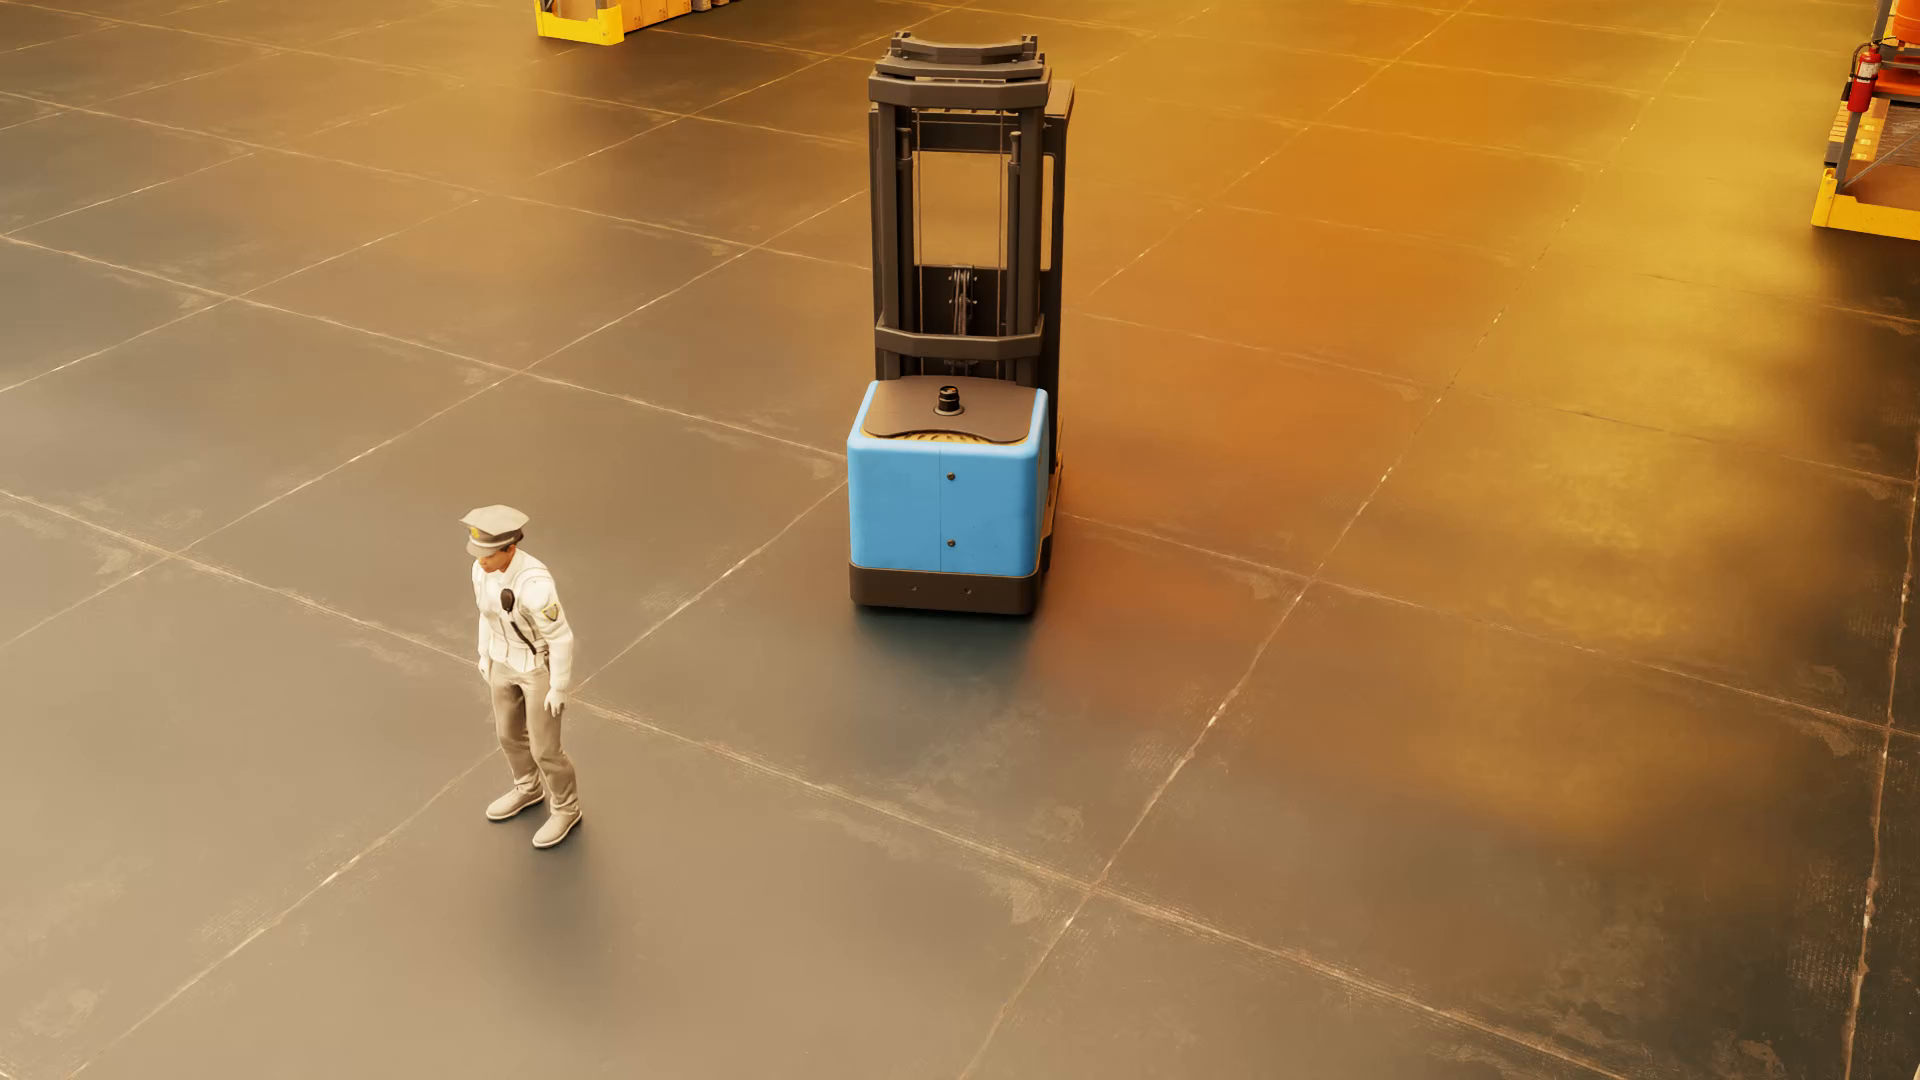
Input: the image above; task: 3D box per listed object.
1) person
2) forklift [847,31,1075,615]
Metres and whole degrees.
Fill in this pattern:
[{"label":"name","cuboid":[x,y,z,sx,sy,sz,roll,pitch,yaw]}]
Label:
[{"label":"person","cuboid":[-1.920,0.581,7.336,0.535,1.662,0.374,19,35,30]},{"label":"forklift","cuboid":[0.072,-1.572,9.794,1.130,2.935,3.031,3,30,6]}]
